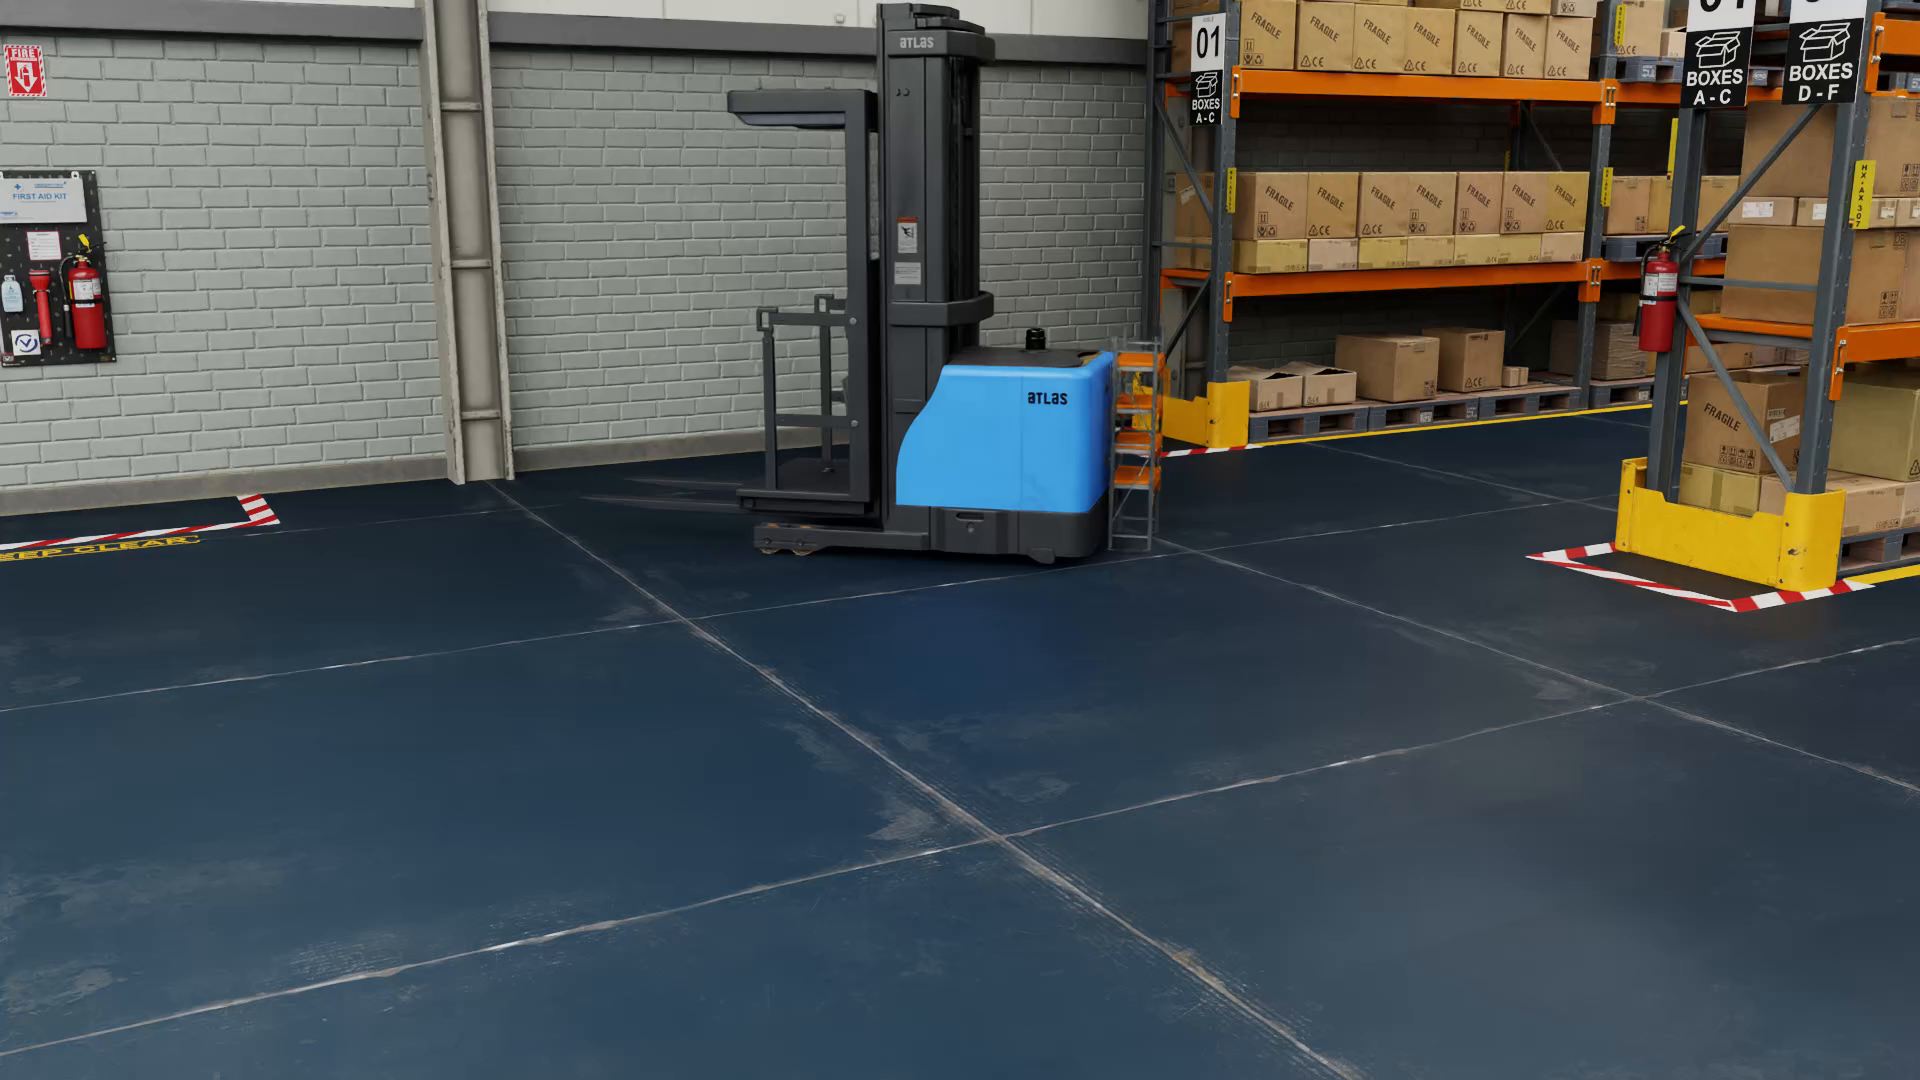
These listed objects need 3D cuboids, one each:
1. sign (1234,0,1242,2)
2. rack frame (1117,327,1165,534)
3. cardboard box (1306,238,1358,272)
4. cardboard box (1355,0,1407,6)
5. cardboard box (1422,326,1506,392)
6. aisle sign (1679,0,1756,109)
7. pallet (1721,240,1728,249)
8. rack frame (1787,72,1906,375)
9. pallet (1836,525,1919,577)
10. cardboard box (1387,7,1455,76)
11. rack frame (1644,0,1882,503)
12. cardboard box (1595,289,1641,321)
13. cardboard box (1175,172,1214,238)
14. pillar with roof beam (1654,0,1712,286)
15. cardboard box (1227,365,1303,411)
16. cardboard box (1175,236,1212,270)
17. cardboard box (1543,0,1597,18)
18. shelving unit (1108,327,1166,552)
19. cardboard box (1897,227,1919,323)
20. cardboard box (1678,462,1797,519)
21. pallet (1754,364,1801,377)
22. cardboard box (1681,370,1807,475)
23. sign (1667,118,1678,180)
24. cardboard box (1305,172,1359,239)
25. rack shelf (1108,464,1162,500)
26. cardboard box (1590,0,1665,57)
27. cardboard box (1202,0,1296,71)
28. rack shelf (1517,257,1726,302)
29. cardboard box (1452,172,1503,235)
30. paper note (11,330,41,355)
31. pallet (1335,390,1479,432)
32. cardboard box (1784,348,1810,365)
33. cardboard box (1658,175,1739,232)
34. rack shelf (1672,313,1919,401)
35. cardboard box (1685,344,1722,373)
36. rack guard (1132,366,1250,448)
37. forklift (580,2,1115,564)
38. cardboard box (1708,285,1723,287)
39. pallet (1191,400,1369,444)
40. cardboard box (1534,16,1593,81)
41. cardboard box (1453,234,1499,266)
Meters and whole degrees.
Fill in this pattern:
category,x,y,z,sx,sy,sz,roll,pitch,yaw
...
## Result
category,x,y,z,sx,sy,sz,roll,pitch,yaw
sign,2.013,-4.067,12.025,0.005,0.325,0.100,-7,14,-28
rack frame,1.053,-0.630,9.672,0.240,1.200,0.015,3,13,11
cardboard box,2.782,-2.266,13.140,0.500,0.250,0.500,-7,15,-30
cardboard box,3.116,-4.384,12.875,0.500,0.500,0.500,-6,14,-26
cardboard box,4.372,-1.581,14.492,0.500,0.500,0.500,-8,15,-32
aisle sign,3.931,-2.645,8.610,0.004,0.787,0.394,-7,14,-28
pallet,8.200,-2.934,16.251,1.003,0.211,1.213,-7,14,-28
rack frame,8.775,-3.123,16.655,0.127,3.000,1.000,-7,14,-28
pallet,4.781,-0.055,9.374,1.213,0.211,1.003,-7,14,-28
cardboard box,3.569,-3.956,13.250,0.500,0.500,0.500,-6,14,-24
rack frame,4.130,-1.327,8.675,0.127,3.000,1.000,-7,14,-28
cardboard box,6.287,-2.191,15.496,0.500,0.250,0.500,-7,15,-29
cardboard box,2.065,-2.674,13.249,0.500,0.500,0.500,-7,14,-28
pillar with roof beam,9.282,-5.250,12.443,0.400,9.000,9.100,-7,14,-28
cardboard box,2.403,-1.240,13.408,0.500,0.311,0.500,-9,15,-34
cardboard box,2.070,-2.305,13.314,0.500,0.250,0.500,-7,14,-27
cardboard box,4.954,-4.607,13.866,0.500,0.500,0.500,-8,15,-33
shelving unit,1.005,-0.578,9.439,0.258,1.200,0.503,3,13,11
cardboard box,5.004,-1.479,9.121,0.500,0.500,0.700,-6,14,-26
cardboard box,4.459,-0.304,9.434,0.500,0.250,0.500,-7,14,-28
pallet,8.088,-1.681,16.597,1.213,0.211,1.003,-7,14,-28
cardboard box,4.458,-0.670,9.354,0.500,0.500,0.500,-7,14,-28
sign,3.882,-2.114,8.993,0.005,0.325,0.100,-7,14,-28
cardboard box,2.755,-2.626,13.035,0.500,0.500,0.500,-7,14,-28
rack shelf,1.003,-0.319,9.497,0.258,0.148,0.480,3,13,11
cardboard box,5.782,-4.461,14.585,0.500,0.500,0.500,-5,13,-20
cardboard box,2.166,-3.790,12.515,0.500,0.500,0.500,-6,14,-26
rack shelf,7.019,-2.562,15.799,4.000,0.370,1.077,-7,14,-28
cardboard box,4.115,-2.791,13.767,0.500,0.500,0.500,-7,15,-29
paper note,-5.689,-1.203,10.129,0.142,0.148,0.016,-7,14,-28
pallet,3.619,-1.135,14.173,1.213,0.211,1.003,-7,14,-28
cardboard box,8.168,-2.032,16.500,0.500,0.500,0.700,-7,14,-27
cardboard box,6.784,-3.145,15.524,0.500,0.500,0.700,-5,14,-20
rack shelf,5.885,-1.187,9.689,4.000,0.370,1.077,-7,14,-28
cardboard box,6.799,-1.888,15.858,0.500,0.500,0.700,-7,14,-27
rack guard,1.820,-1.070,13.225,0.348,0.500,1.175,-7,14,-28
forklift,-0.668,-1.451,9.382,3.031,2.935,1.130,3,13,13
cardboard box,7.637,-2.350,16.204,0.500,0.250,0.500,-7,14,-27
pallet,2.550,-1.008,13.606,1.213,0.211,1.003,-7,14,-28
cardboard box,4.937,-4.123,13.993,0.500,0.500,0.500,-6,14,-26
cardboard box,4.118,-2.424,13.844,0.500,0.250,0.500,-7,14,-28
